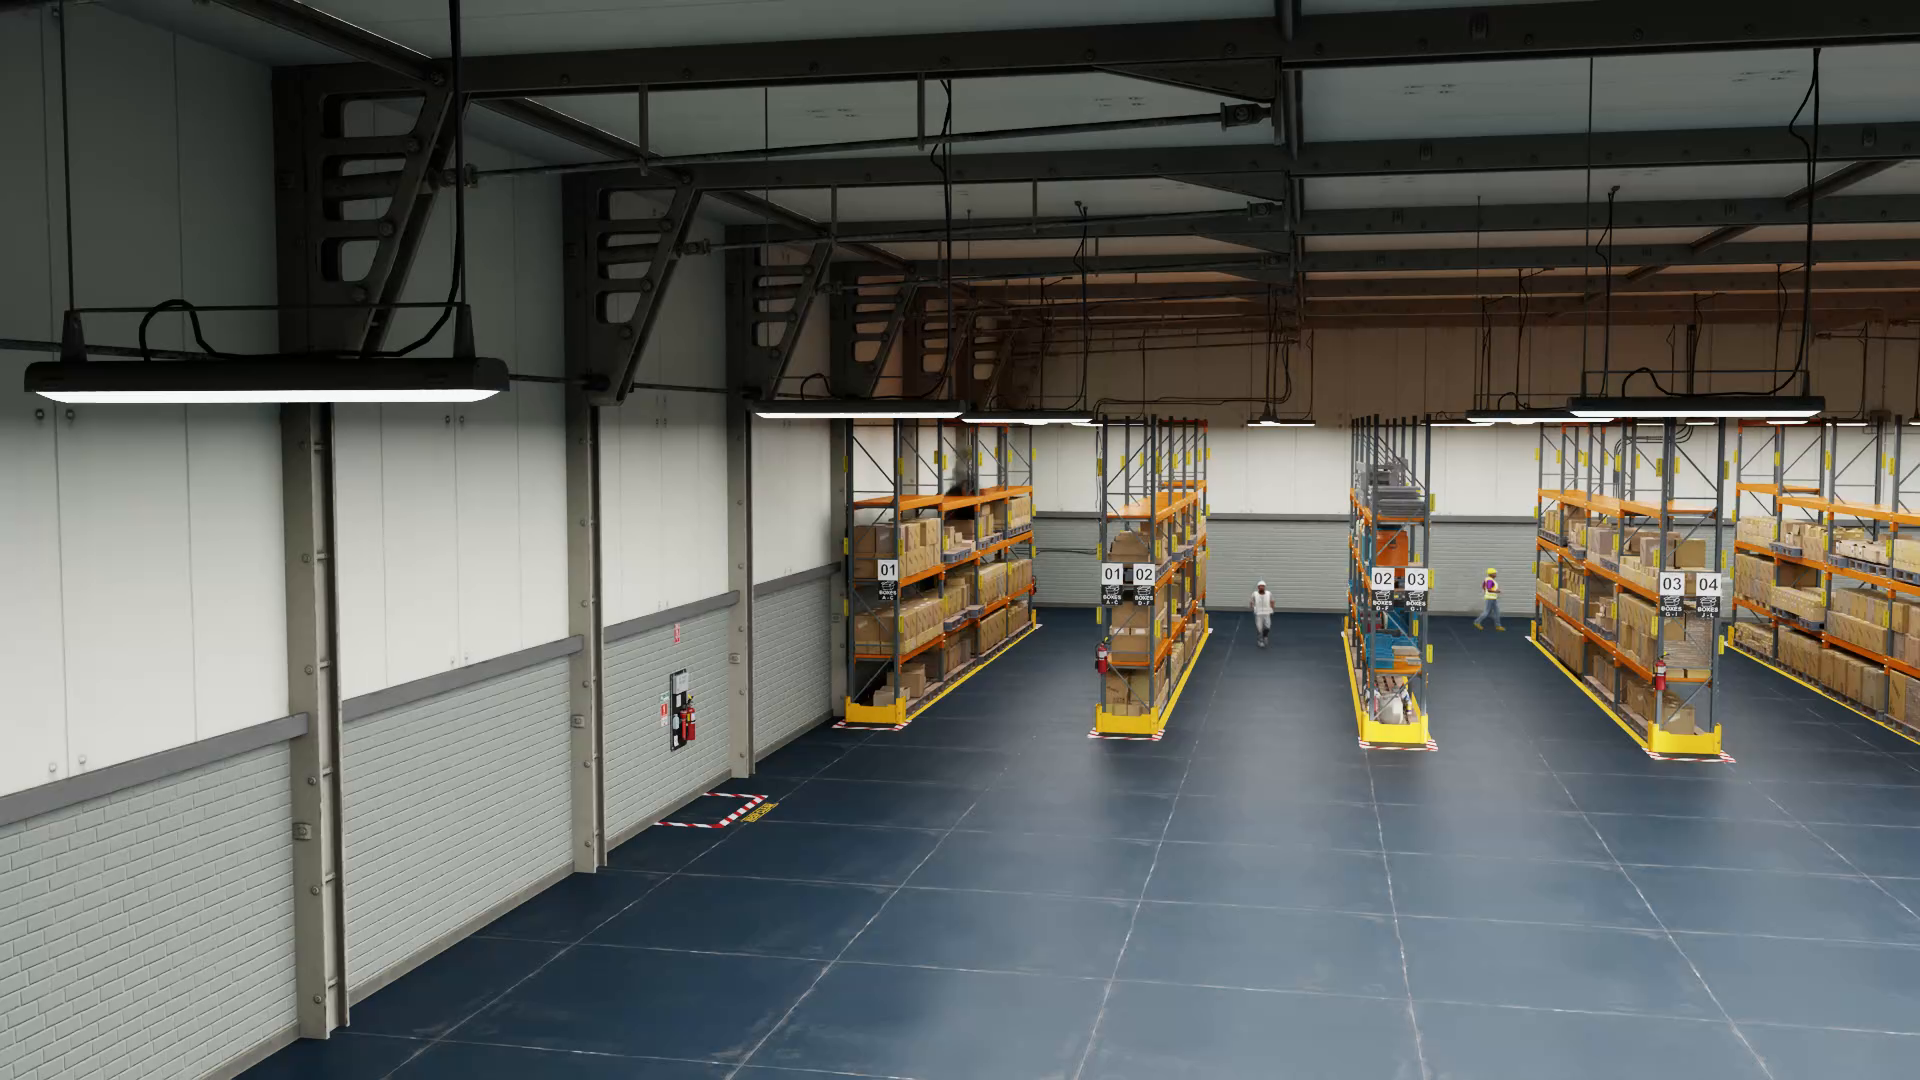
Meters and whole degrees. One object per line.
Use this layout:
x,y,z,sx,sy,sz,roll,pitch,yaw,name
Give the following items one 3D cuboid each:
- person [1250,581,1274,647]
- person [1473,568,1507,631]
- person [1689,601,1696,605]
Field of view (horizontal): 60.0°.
7.920,1.945,43.536,0.654,1.736,0.576,0,4,4,person
15.006,1.678,47.014,0.911,1.758,0.705,2,4,22,person
19.266,1.929,44.511,0.851,1.667,0.634,3,5,36,person
